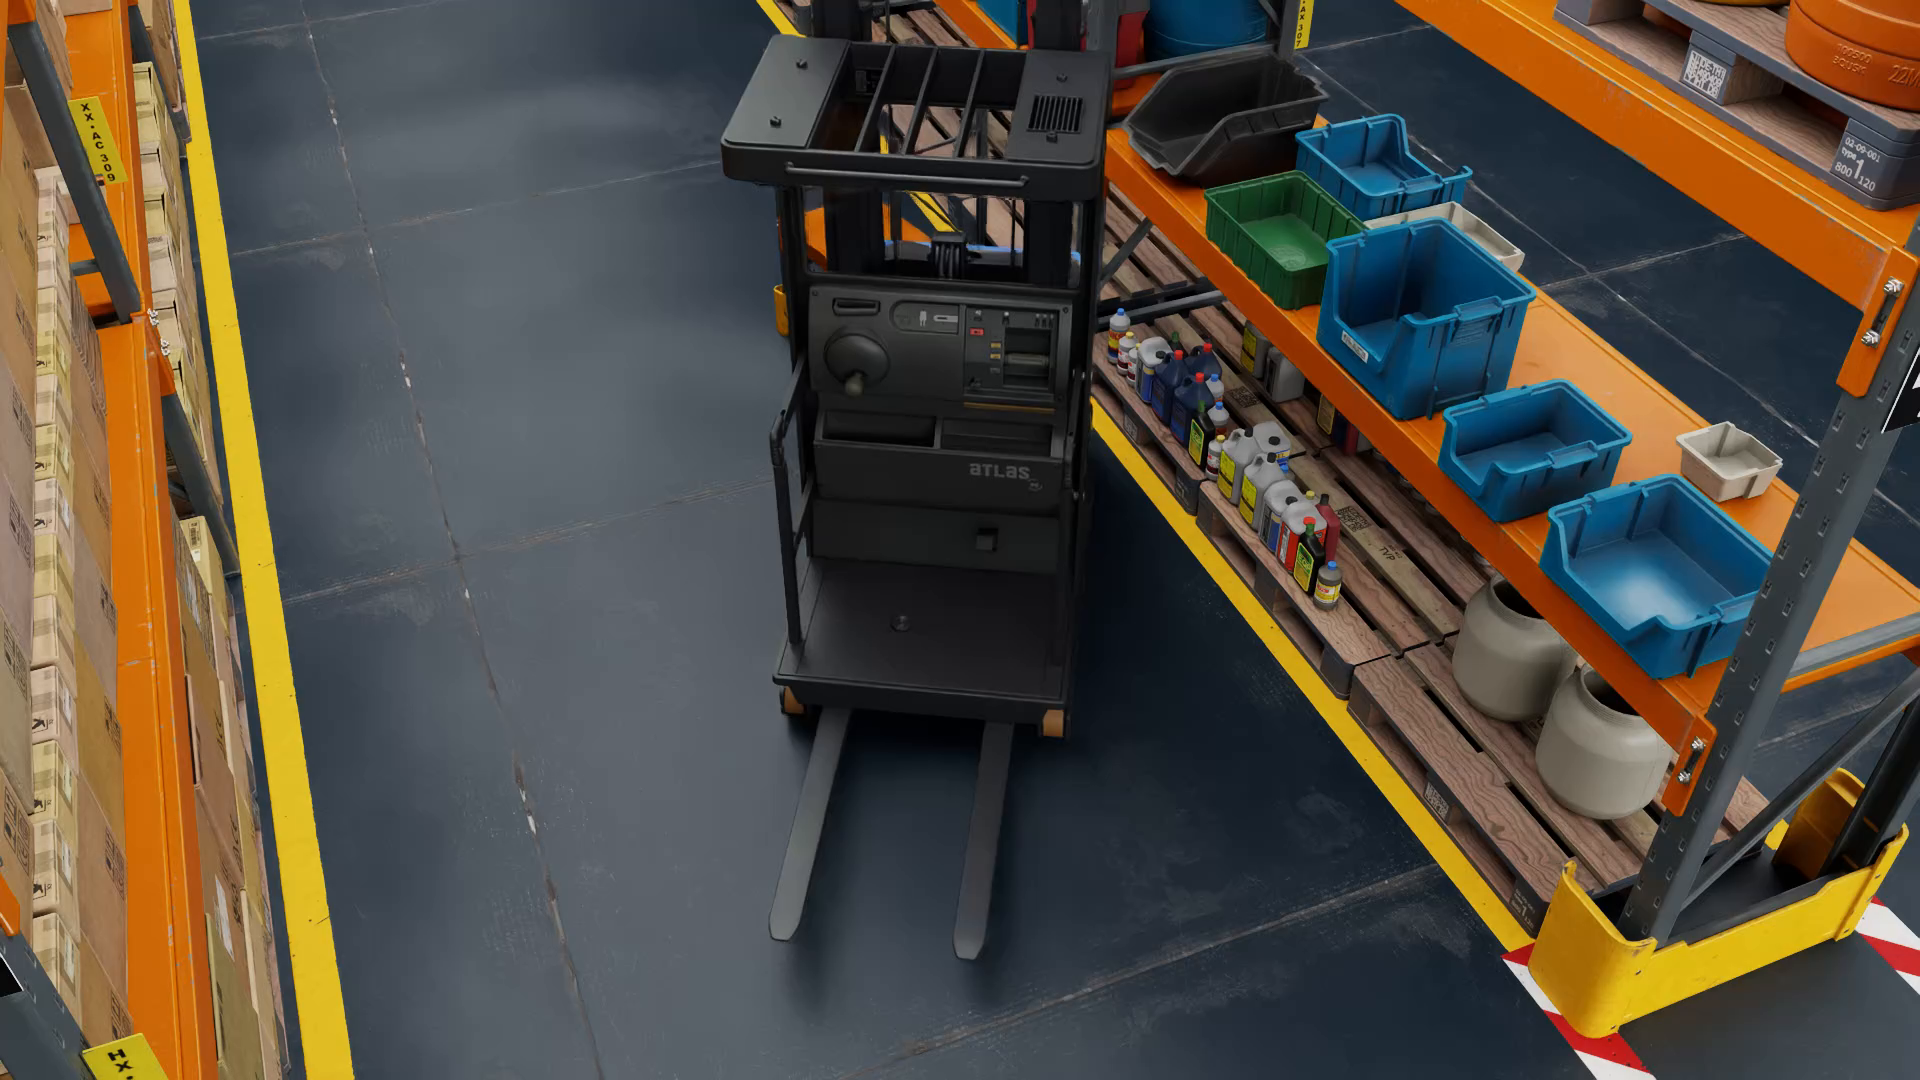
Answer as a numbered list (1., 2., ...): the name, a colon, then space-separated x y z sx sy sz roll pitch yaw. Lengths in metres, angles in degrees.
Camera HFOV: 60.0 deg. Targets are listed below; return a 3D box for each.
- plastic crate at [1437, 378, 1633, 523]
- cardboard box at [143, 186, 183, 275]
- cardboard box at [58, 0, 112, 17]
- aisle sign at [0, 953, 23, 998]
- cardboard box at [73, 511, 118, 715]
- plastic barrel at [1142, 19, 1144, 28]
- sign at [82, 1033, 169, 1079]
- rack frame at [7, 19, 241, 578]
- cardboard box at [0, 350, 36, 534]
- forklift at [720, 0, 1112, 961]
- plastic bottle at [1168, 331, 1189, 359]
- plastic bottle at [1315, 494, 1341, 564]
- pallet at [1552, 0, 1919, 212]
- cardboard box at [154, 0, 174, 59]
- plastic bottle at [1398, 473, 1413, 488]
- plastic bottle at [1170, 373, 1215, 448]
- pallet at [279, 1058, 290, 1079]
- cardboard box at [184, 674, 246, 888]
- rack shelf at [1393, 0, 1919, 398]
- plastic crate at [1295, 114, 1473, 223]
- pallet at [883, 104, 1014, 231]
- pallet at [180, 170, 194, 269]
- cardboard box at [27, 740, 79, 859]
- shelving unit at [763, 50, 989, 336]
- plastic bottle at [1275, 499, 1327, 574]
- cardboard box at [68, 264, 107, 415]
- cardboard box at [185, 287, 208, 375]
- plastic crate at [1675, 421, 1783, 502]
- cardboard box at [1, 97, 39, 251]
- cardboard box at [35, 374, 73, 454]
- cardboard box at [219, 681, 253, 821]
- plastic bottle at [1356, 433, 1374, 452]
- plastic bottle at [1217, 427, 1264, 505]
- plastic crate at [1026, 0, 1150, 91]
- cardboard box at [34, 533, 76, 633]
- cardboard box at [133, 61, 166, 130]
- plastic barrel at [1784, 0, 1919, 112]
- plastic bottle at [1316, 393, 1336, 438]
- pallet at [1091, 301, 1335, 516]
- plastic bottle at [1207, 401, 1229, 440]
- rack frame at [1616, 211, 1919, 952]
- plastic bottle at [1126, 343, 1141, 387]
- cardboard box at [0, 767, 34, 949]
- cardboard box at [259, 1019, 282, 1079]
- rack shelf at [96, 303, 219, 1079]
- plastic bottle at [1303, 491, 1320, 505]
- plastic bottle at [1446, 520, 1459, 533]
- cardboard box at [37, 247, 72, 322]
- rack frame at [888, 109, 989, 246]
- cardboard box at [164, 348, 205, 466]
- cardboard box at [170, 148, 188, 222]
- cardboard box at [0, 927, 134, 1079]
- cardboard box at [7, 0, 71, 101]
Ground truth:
1. plastic crate: 1.851 -0.291 5.401 0.499 0.251 0.408 -15 43 -17
2. cardboard box: -4.063 -1.470 8.015 0.500 0.311 0.500 -14 43 -16
3. cardboard box: -4.477 -2.745 8.334 0.380 0.149 0.250 -15 43 -17
4. aisle sign: -1.707 0.483 2.393 0.394 0.787 0.004 -15 43 -17
5. cardboard box: -2.777 0.252 4.580 0.700 0.500 0.500 -14 43 -16
6. plastic barrel: 0.869 -2.820 8.124 0.433 0.535 0.433 0 41 0
7. sign: -1.500 1.013 3.047 0.100 0.325 0.005 -15 43 -17
8. rack frame: -3.546 -0.904 6.000 1.000 3.000 0.127 -15 43 -17
9. cardboard box: -2.794 -0.261 4.181 0.700 0.500 0.500 -15 43 -17
10. forklift: -0.097 -0.600 5.699 1.130 2.935 3.031 5 41 5
11. plastic bottle: 0.996 -0.812 7.639 0.061 0.283 0.133 -15 43 -17
12. plastic bottle: 1.482 -0.047 6.750 0.061 0.283 0.133 -15 43 -17
13. pallet: 2.336 -1.316 4.324 1.003 0.211 1.213 -15 43 -17
14. cardboard box: -5.192 -3.192 10.241 0.500 0.500 0.500 -17 43 -18
15. plastic bottle: 1.949 -0.330 7.142 0.097 0.201 0.097 0 41 0
16. plastic bottle: 1.030 -0.596 7.337 0.144 0.351 0.185 -17 43 -19
17. pallet: -2.347 2.113 4.631 1.003 0.211 1.213 -15 43 -17
18. cardboard box: -2.586 0.822 5.205 0.500 0.500 0.500 -15 43 -17
19. rack shelf: 1.797 -1.797 5.290 1.077 0.370 4.000 -15 43 -17
20. plastic crate: 1.706 -1.482 6.787 0.499 0.251 0.616 -15 43 -17
21. pallet: 0.225 -2.279 9.739 1.003 0.211 1.213 -15 43 -17
22. pallet: -4.797 -1.750 9.123 1.003 0.211 1.213 -15 43 -17
23. cardboard box: -2.164 0.623 3.651 0.380 0.149 0.250 -15 43 -17
24. shelving unit: -0.388 -1.468 7.807 0.587 1.500 1.083 -25 47 -26
25. plastic bottle: 1.384 -0.017 6.721 0.152 0.276 0.135 -15 43 -17
26. cardboard box: -3.370 -0.676 5.659 0.700 0.500 0.500 -16 43 -18
27. cardboard box: -3.866 -0.945 7.835 0.500 0.250 0.500 -16 43 -18
28. plastic crate: 2.517 -0.247 5.439 0.298 0.136 0.250 -15 43 -17
29. cardboard box: -3.370 -1.168 5.236 0.700 0.500 0.500 -15 43 -17
30. cardboard box: -2.759 -0.312 4.738 0.380 0.149 0.250 -14 43 -16
31. cardboard box: -2.779 0.806 5.799 0.500 0.250 0.500 -15 43 -17
32. plastic bottle: 1.800 -0.546 7.336 0.152 0.276 0.135 -14 43 -16
33. plastic bottle: 1.192 -0.340 7.039 0.144 0.351 0.185 -15 43 -17
34. plastic crate: 0.564 -2.377 7.664 0.402 0.464 0.583 -15 43 -17
35. cardboard box: -2.461 0.157 4.193 0.380 0.149 0.250 -16 43 -17
36. cardboard box: -4.648 -2.388 9.084 0.500 0.311 0.500 -14 43 -16
37. plastic barrel: 2.259 -1.448 3.681 0.600 0.830 0.708 -15 43 -17
38. plastic bottle: 1.657 -0.607 7.401 0.061 0.283 0.133 -15 43 -17
39. pallet: 1.251 -0.665 7.861 1.003 0.211 1.213 -15 43 -17
40. plastic bottle: 1.121 -0.487 7.271 0.097 0.271 0.097 0 41 0
41. rack frame: 2.563 0.272 4.633 1.000 3.000 0.127 -15 43 -17
42. plastic bottle: 0.827 -0.819 7.711 0.097 0.201 0.097 0 41 0
43. cardboard box: -2.202 0.660 3.110 0.700 0.500 0.500 -15 43 -17
44. cardboard box: -2.210 1.710 4.747 0.500 0.250 0.500 -15 43 -17
45. rack shelf: -2.781 0.574 4.834 1.077 0.370 4.000 -15 43 -17
46. plastic bottle: 1.439 -0.115 6.892 0.097 0.201 0.097 0 41 0
47. plastic bottle: 2.087 -0.175 6.899 0.061 0.283 0.133 -14 43 -16
48. cardboard box: -3.049 -0.771 5.271 0.380 0.149 0.250 -16 43 -18
49. rack frame: -0.087 -1.194 7.488 0.500 1.500 0.032 -25 47 -26
50. cardboard box: -3.474 -0.544 6.939 0.500 0.311 0.500 -15 43 -17
51. cardboard box: -4.449 -1.864 8.904 0.500 0.250 0.500 -16 43 -17
52. cardboard box: -2.182 1.184 3.496 0.700 0.500 0.500 -15 43 -17
53. cardboard box: -4.218 -2.027 7.230 0.500 0.500 0.500 -15 43 -17
